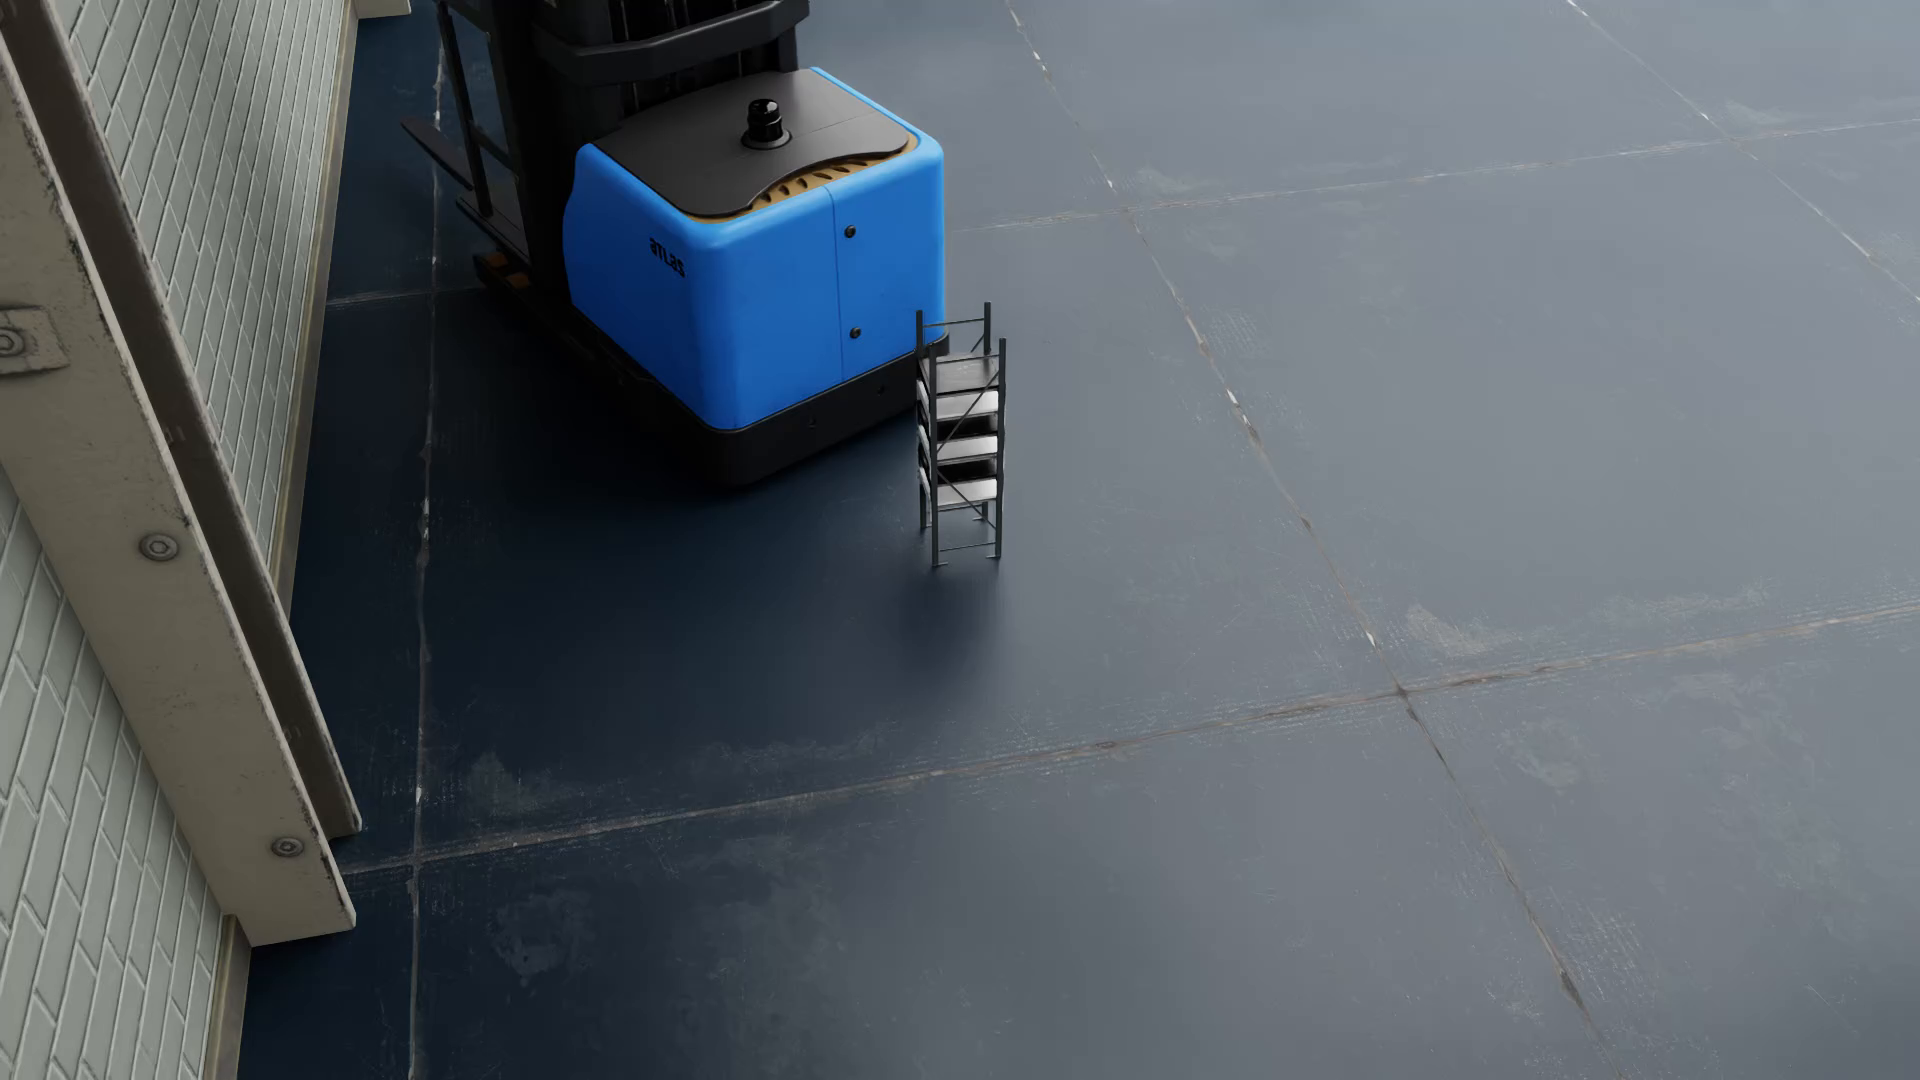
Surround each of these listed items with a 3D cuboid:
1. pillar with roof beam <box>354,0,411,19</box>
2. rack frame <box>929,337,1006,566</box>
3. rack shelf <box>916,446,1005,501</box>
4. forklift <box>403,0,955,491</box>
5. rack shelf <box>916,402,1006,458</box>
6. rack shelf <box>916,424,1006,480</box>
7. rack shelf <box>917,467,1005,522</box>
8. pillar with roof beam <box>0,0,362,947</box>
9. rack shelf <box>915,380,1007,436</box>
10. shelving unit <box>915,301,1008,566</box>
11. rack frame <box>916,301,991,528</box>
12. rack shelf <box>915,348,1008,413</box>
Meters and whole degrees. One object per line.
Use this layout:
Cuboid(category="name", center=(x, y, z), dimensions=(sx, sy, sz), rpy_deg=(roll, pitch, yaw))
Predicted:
Cuboid(category="pillar with roof beam", center=(1.059, -6.914, 6.760), dimensions=(9.100, 9.000, 0.400), rpy_deg=(-8, 42, -9))
Cuboid(category="rack frame", center=(0.024, -0.265, 5.371), dimensions=(0.240, 0.900, 0.006), rpy_deg=(-8, 42, -9))
Cuboid(category="rack shelf", center=(0.002, -0.239, 5.527), dimensions=(0.258, 0.077, 0.200), rpy_deg=(-8, 42, -9))
Cuboid(category="forklift", center=(-1.329, -2.187, 6.006), dimensions=(1.130, 2.935, 3.031), rpy_deg=(-28, 49, -28))
Cuboid(category="rack shelf", center=(0.002, -0.374, 5.408), dimensions=(0.258, 0.077, 0.200), rpy_deg=(-8, 42, -9))
Cuboid(category="rack shelf", center=(0.002, -0.306, 5.467), dimensions=(0.258, 0.077, 0.200), rpy_deg=(-8, 42, -9))
Cuboid(category="rack shelf", center=(0.002, -0.172, 5.587), dimensions=(0.258, 0.077, 0.200), rpy_deg=(-8, 42, -9))
Cuboid(category="pillar with roof beam", center=(2.354, -3.025, 2.379), dimensions=(9.100, 9.000, 0.400), rpy_deg=(-8, 42, -9))
Cuboid(category="rack shelf", center=(0.002, -0.441, 5.348), dimensions=(0.258, 0.077, 0.200), rpy_deg=(-8, 42, -9))
Cuboid(category="shelving unit", center=(0.002, -0.331, 5.445), dimensions=(0.258, 0.900, 0.210), rpy_deg=(-8, 42, -9))
Cuboid(category="rack frame", center=(-0.020, -0.397, 5.520), dimensions=(0.240, 0.900, 0.006), rpy_deg=(-8, 42, -9))
Cuboid(category="rack shelf", center=(0.002, -0.508, 5.288), dimensions=(0.258, 0.077, 0.200), rpy_deg=(-8, 42, -9))
